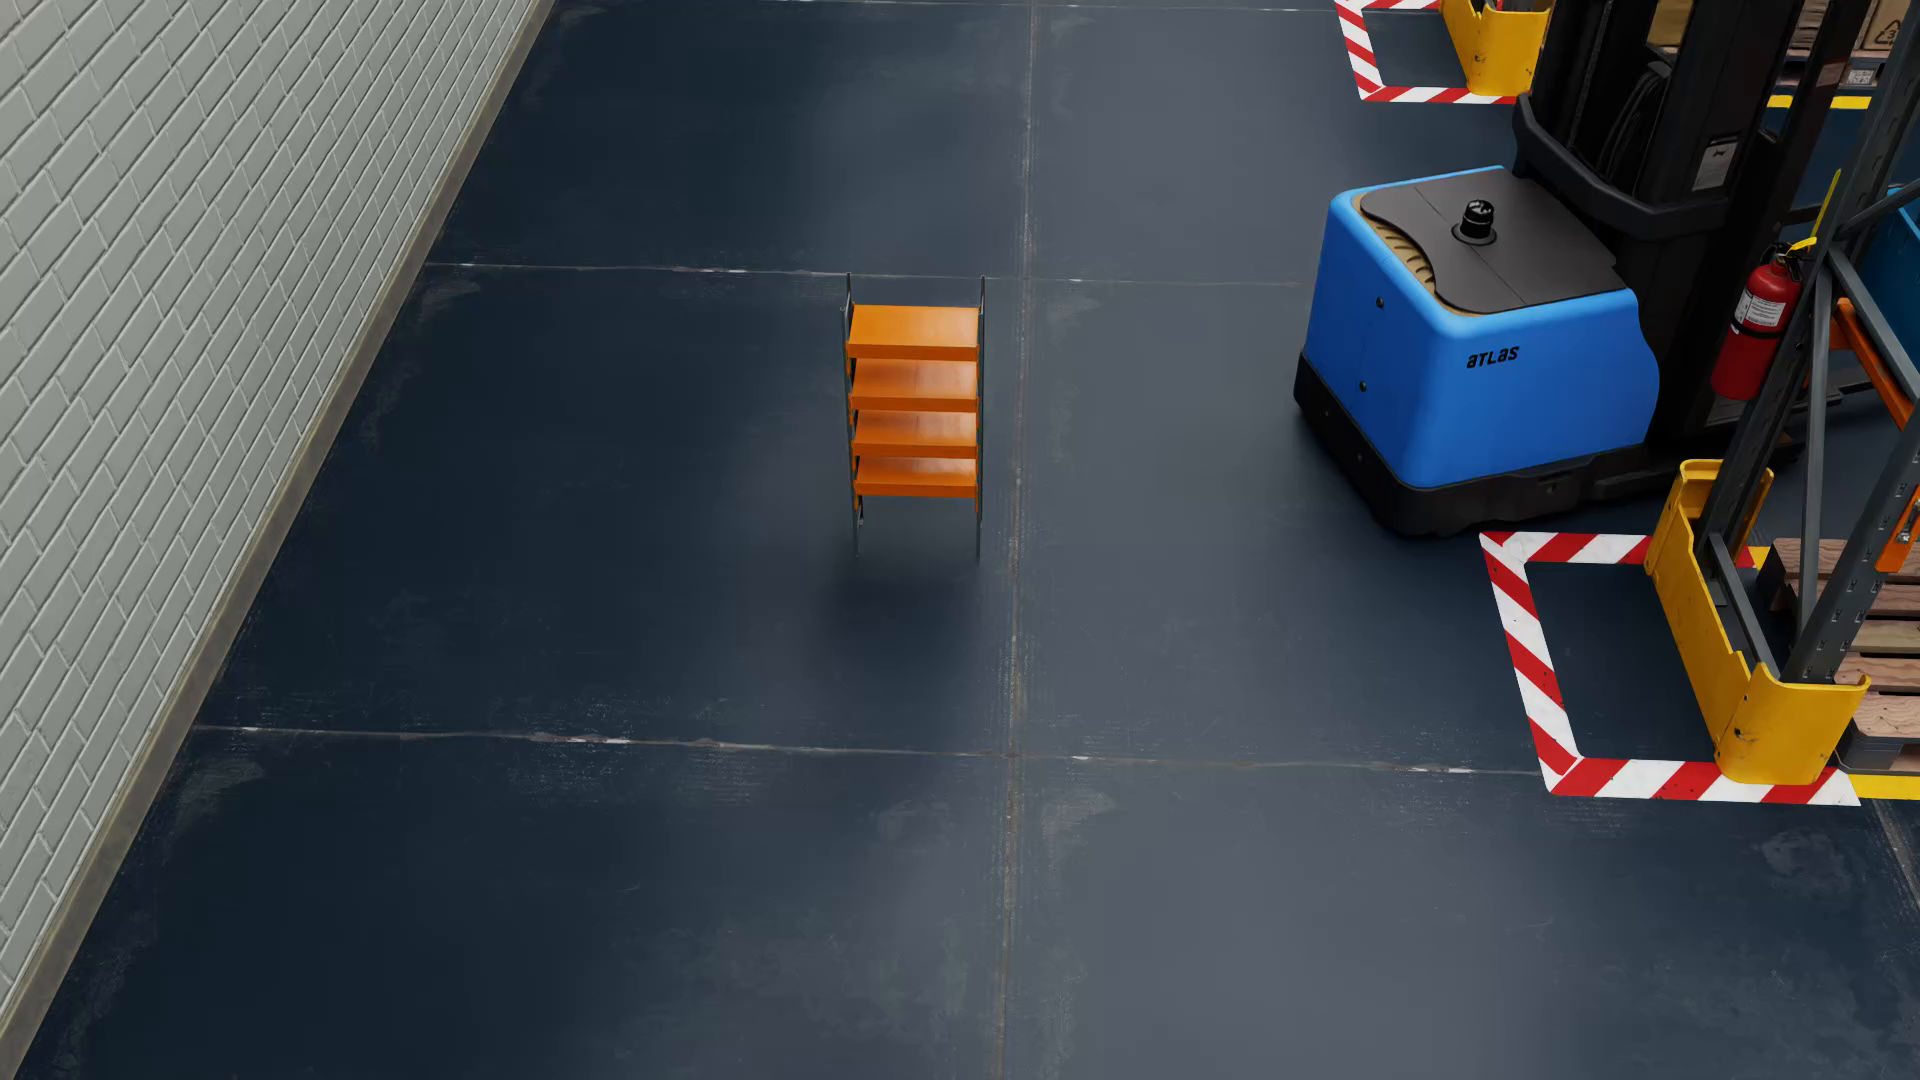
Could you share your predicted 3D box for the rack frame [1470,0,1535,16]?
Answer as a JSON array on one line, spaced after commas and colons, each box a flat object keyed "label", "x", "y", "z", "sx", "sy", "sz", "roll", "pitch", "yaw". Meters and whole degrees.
[{"label": "rack frame", "x": 3.127, "y": -4.019, "z": 8.864, "sx": 0.127, "sy": 3.000, "sz": 1.000, "roll": 2, "pitch": 43, "yaw": 2}]

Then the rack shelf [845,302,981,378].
[{"label": "rack shelf", "x": -0.165, "y": -0.732, "z": 6.079, "sx": 0.480, "sy": 0.148, "sz": 0.258, "roll": 2, "pitch": 43, "yaw": 2}]

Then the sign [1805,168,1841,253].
[{"label": "sign", "x": 2.912, "y": -1.081, "z": 5.591, "sx": 0.005, "sy": 0.325, "sz": 0.100, "roll": 2, "pitch": 43, "yaw": 2}]

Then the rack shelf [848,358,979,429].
[{"label": "rack shelf", "x": -0.165, "y": -0.559, "z": 6.240, "sx": 0.480, "sy": 0.148, "sz": 0.258, "roll": 2, "pitch": 43, "yaw": 2}]

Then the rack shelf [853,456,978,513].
[{"label": "rack shelf", "x": -0.165, "y": -0.250, "z": 6.528, "sx": 0.480, "sy": 0.148, "sz": 0.258, "roll": 2, "pitch": 43, "yaw": 2}]

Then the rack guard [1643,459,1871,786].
[{"label": "rack guard", "x": 2.879, "y": 0.276, "z": 6.087, "sx": 0.348, "sy": 0.500, "sz": 1.175, "roll": 2, "pitch": 43, "yaw": 2}]

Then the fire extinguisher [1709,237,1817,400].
[{"label": "fire extinguisher", "x": 2.773, "y": -0.796, "z": 5.734, "sx": 0.183, "sy": 0.674, "sz": 0.296, "roll": 2, "pitch": 43, "yaw": 2}]

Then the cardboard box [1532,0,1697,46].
[{"label": "cardboard box", "x": 3.770, "y": -3.430, "z": 9.482, "sx": 0.875, "sy": 0.875, "sz": 0.875, "roll": 2, "pitch": 43, "yaw": 2}]

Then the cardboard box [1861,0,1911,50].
[{"label": "cardboard box", "x": 5.568, "y": -3.375, "z": 9.423, "sx": 0.875, "sy": 0.875, "sz": 0.875, "roll": 2, "pitch": 43, "yaw": 2}]

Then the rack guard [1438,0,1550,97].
[{"label": "rack guard", "x": 3.103, "y": -3.105, "z": 9.717, "sx": 0.348, "sy": 0.500, "sz": 1.175, "roll": 2, "pitch": 43, "yaw": 2}]

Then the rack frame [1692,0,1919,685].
[{"label": "rack frame", "x": 2.904, "y": -0.647, "z": 5.244, "sx": 0.127, "sy": 3.000, "sz": 1.000, "roll": 2, "pitch": 43, "yaw": 2}]

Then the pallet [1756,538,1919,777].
[{"label": "pallet", "x": 3.726, "y": 0.425, "z": 6.138, "sx": 1.213, "sy": 0.211, "sz": 1.003, "roll": 2, "pitch": 43, "yaw": 2}]

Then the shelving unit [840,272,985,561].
[{"label": "shelving unit", "x": -0.165, "y": -0.444, "z": 6.346, "sx": 0.503, "sy": 1.200, "sz": 0.258, "roll": 2, "pitch": 43, "yaw": 2}]

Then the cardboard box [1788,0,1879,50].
[{"label": "cardboard box", "x": 4.679, "y": -3.402, "z": 9.452, "sx": 0.875, "sy": 0.875, "sz": 0.875, "roll": 2, "pitch": 43, "yaw": 2}]

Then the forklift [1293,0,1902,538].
[{"label": "forklift", "x": 3.044, "y": -1.660, "z": 6.382, "sx": 3.031, "sy": 2.935, "sz": 1.130, "roll": -12, "pitch": 44, "yaw": -12}]

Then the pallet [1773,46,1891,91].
[{"label": "pallet", "x": 5.144, "y": -2.988, "z": 9.803, "sx": 1.213, "sy": 0.211, "sz": 1.003, "roll": 2, "pitch": 43, "yaw": 2}]

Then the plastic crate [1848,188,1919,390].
[{"label": "plastic crate", "x": 3.246, "y": -0.798, "z": 5.337, "sx": 0.499, "sy": 0.435, "sz": 0.616, "roll": 2, "pitch": 43, "yaw": 2}]

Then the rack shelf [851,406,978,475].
[{"label": "rack shelf", "x": -0.165, "y": -0.395, "z": 6.392, "sx": 0.480, "sy": 0.148, "sz": 0.258, "roll": 2, "pitch": 43, "yaw": 2}]

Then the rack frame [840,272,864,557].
[{"label": "rack frame", "x": -0.409, "y": -0.452, "z": 6.355, "sx": 0.015, "sy": 1.200, "sz": 0.240, "roll": 2, "pitch": 43, "yaw": 2}]

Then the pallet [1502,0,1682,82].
[{"label": "pallet", "x": 3.929, "y": -3.028, "z": 9.845, "sx": 1.213, "sy": 0.211, "sz": 1.003, "roll": 2, "pitch": 43, "yaw": 2}]

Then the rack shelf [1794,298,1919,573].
[{"label": "rack shelf", "x": 4.902, "y": -0.322, "z": 5.423, "sx": 4.000, "sy": 0.370, "sz": 1.077, "roll": 2, "pitch": 43, "yaw": 2}]

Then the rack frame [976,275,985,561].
[{"label": "rack frame", "x": 0.078, "y": -0.437, "z": 6.338, "sx": 0.015, "sy": 1.200, "sz": 0.240, "roll": 2, "pitch": 43, "yaw": 2}]
